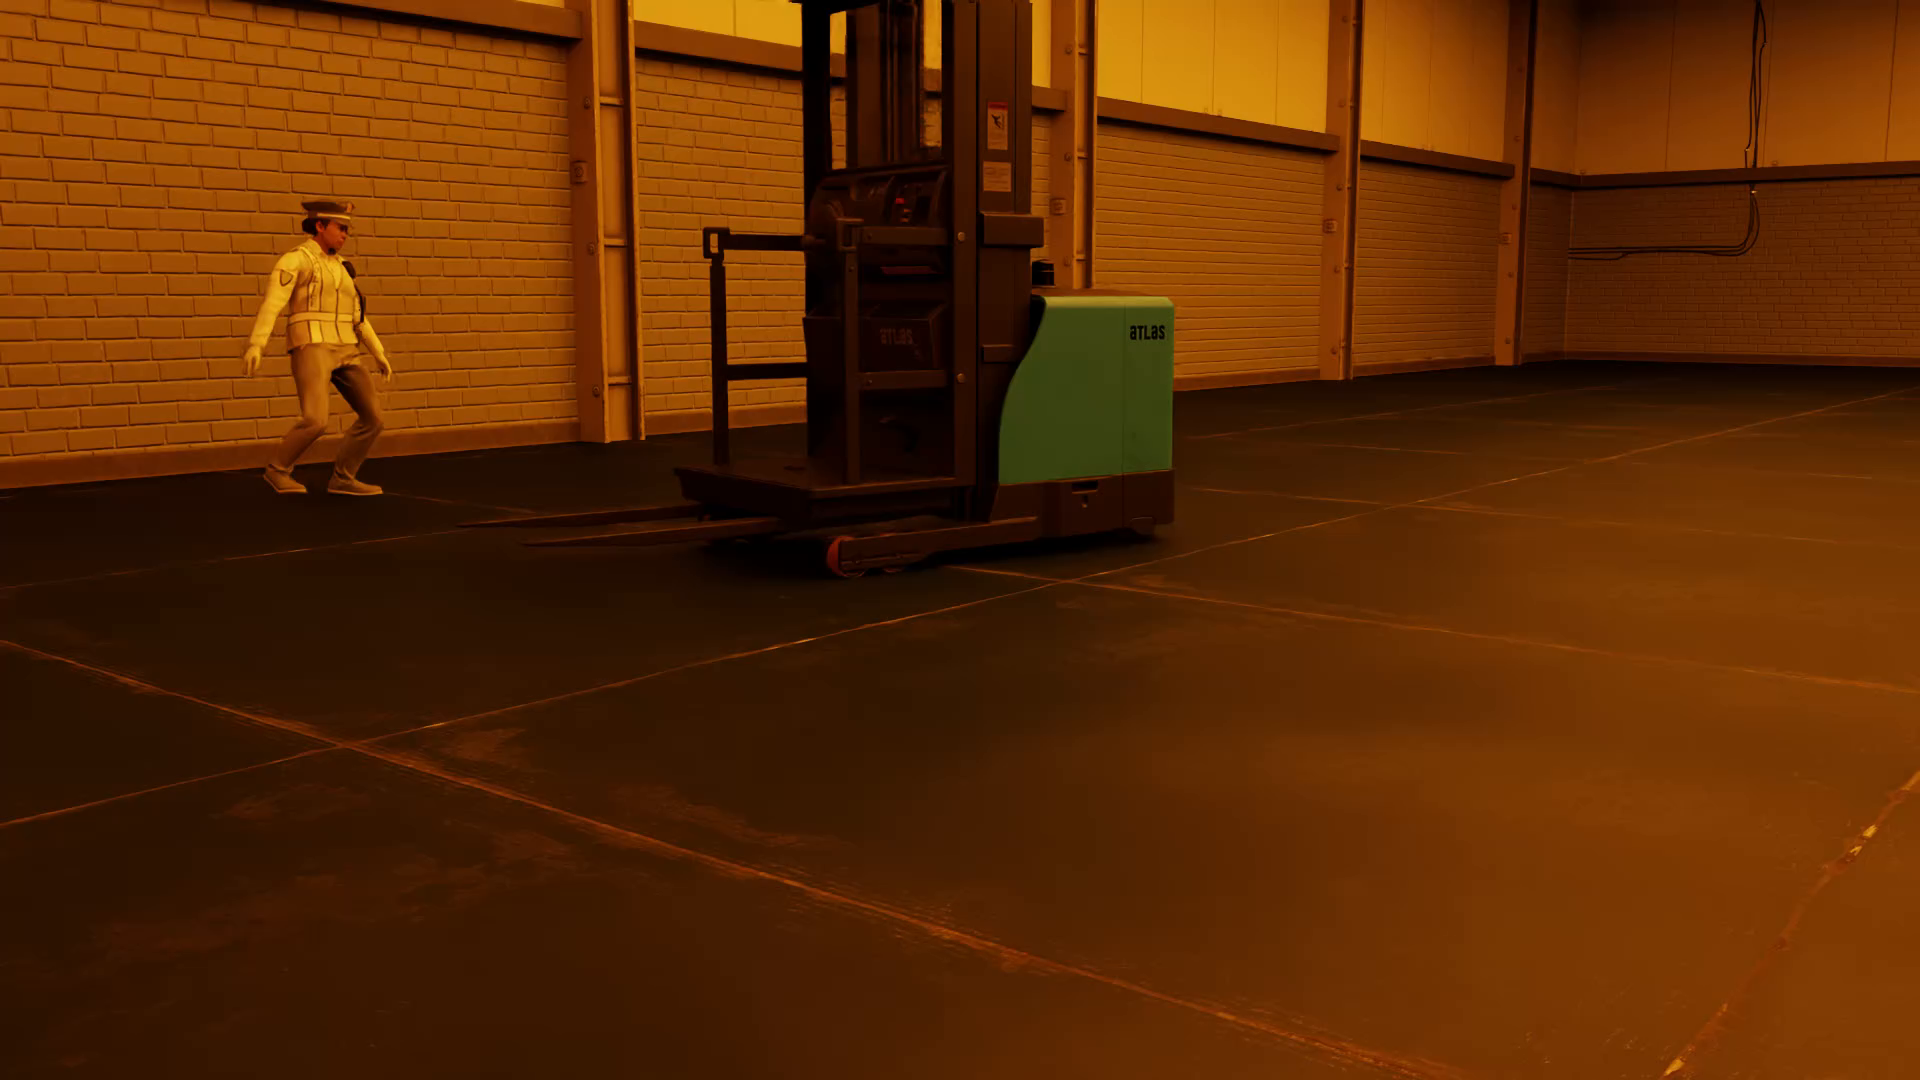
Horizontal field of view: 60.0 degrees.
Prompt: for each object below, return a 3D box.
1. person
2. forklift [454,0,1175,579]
[{"bbox_3d":[-3.347,-0.979,8.699,0.439,1.583,0.820,4,9,28],"label":"person"},{"bbox_3d":[-0.513,-1.387,6.760,3.031,2.935,1.130,-6,11,-37],"label":"forklift"}]
